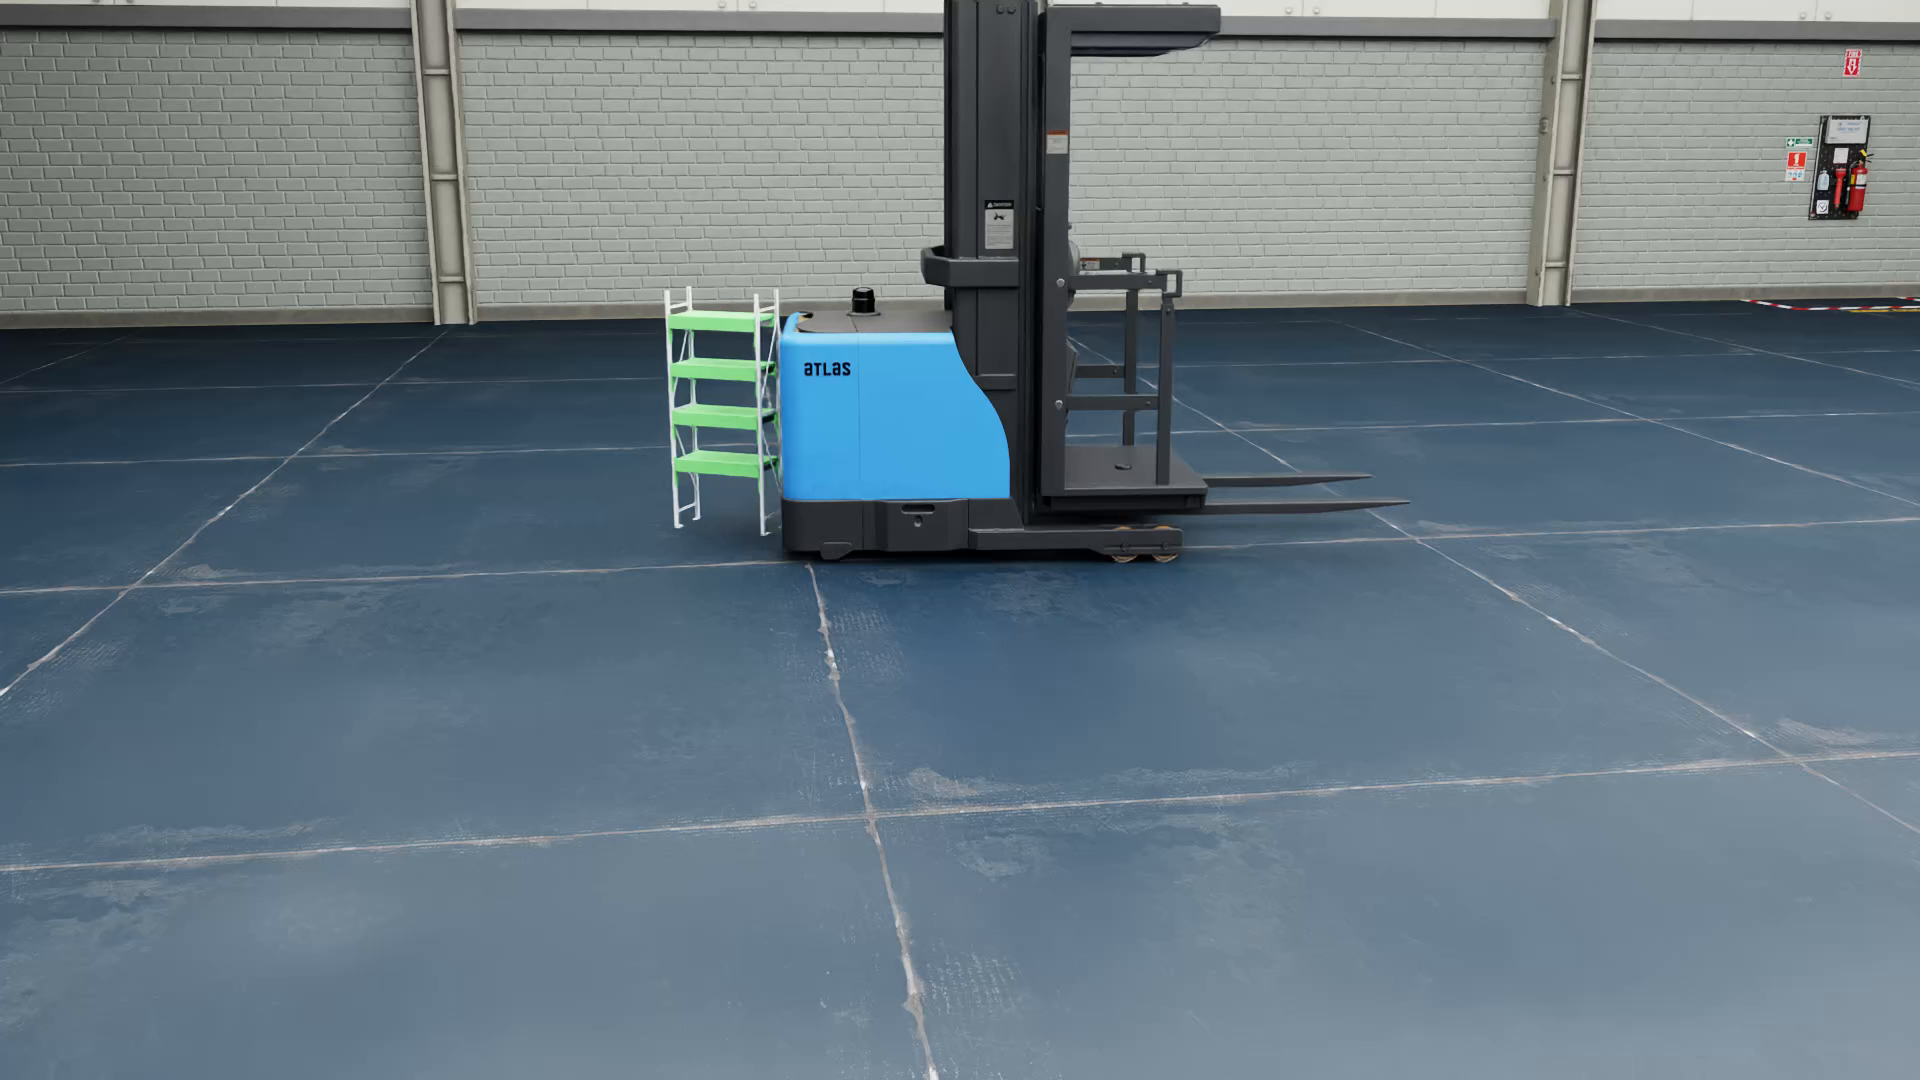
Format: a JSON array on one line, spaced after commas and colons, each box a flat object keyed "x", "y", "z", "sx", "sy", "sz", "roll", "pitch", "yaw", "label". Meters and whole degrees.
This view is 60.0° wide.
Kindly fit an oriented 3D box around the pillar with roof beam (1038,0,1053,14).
[{"x": 1.380, "y": -5.786, "z": 12.794, "sx": 0.400, "sy": 9.000, "sz": 9.100, "roll": -2, "pitch": 14, "yaw": -8, "label": "pillar with roof beam"}]

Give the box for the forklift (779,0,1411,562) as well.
[{"x": 0.650, "y": -1.447, "z": 7.966, "sx": 3.031, "sy": 2.935, "sz": 1.130, "roll": -1, "pitch": 14, "yaw": -3, "label": "forklift"}]

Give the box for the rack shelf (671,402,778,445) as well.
[{"x": -1.175, "y": -0.587, "z": 8.359, "sx": 0.480, "sy": 0.148, "sz": 0.258, "roll": 5, "pitch": 15, "yaw": 19, "label": "rack shelf"}]

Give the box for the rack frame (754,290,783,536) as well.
[{"x": -0.945, "y": -0.629, "z": 8.263, "sx": 0.015, "sy": 1.200, "sz": 0.240, "roll": 5, "pitch": 15, "yaw": 19, "label": "rack frame"}]

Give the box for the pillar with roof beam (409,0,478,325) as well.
[{"x": -4.553, "y": -5.569, "z": 11.927, "sx": 0.400, "sy": 9.000, "sz": 9.100, "roll": -2, "pitch": 14, "yaw": -8, "label": "pillar with roof beam"}]

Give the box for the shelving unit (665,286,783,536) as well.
[{"x": -1.175, "y": -0.649, "z": 8.343, "sx": 0.503, "sy": 1.200, "sz": 0.258, "roll": 5, "pitch": 15, "yaw": 19, "label": "shelving unit"}]

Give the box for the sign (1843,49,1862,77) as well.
[{"x": 10.133, "y": -5.414, "z": 18.879, "sx": 0.199, "sy": 0.298, "sz": 0.001, "roll": -2, "pitch": 14, "yaw": -8, "label": "sign"}]

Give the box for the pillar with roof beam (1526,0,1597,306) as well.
[{"x": 7.313, "y": -6.004, "z": 13.661, "sx": 0.400, "sy": 9.000, "sz": 9.100, "roll": -2, "pitch": 14, "yaw": -8, "label": "pillar with roof beam"}]

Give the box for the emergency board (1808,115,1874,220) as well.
[{"x": 10.155, "y": -4.266, "z": 19.067, "sx": 0.643, "sy": 1.169, "sz": 0.194, "roll": -2, "pitch": 14, "yaw": -8, "label": "emergency board"}]

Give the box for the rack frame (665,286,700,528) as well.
[{"x": -1.404, "y": -0.669, "z": 8.424, "sx": 0.015, "sy": 1.200, "sz": 0.240, "roll": 5, "pitch": 15, "yaw": 19, "label": "rack frame"}]

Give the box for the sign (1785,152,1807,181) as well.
[{"x": 9.593, "y": -4.288, "z": 19.081, "sx": 0.234, "sy": 0.329, "sz": 0.001, "roll": -2, "pitch": 14, "yaw": -8, "label": "sign"}]

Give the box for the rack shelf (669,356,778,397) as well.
[{"x": -1.175, "y": -0.820, "z": 8.301, "sx": 0.480, "sy": 0.148, "sz": 0.258, "roll": 5, "pitch": 15, "yaw": 19, "label": "rack shelf"}]

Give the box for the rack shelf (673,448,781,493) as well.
[{"x": -1.175, "y": -0.354, "z": 8.417, "sx": 0.480, "sy": 0.148, "sz": 0.258, "roll": 5, "pitch": 15, "yaw": 19, "label": "rack shelf"}]

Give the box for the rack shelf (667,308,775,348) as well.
[{"x": -1.175, "y": -1.053, "z": 8.242, "sx": 0.480, "sy": 0.148, "sz": 0.258, "roll": 5, "pitch": 15, "yaw": 19, "label": "rack shelf"}]

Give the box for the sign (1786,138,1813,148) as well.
[{"x": 9.599, "y": -4.543, "z": 19.009, "sx": 0.331, "sy": 0.109, "sz": 0.001, "roll": -2, "pitch": 14, "yaw": -8, "label": "sign"}]

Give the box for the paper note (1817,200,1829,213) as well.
[{"x": 9.970, "y": -3.849, "z": 19.215, "sx": 0.142, "sy": 0.148, "sz": 0.016, "roll": -2, "pitch": 14, "yaw": -8, "label": "paper note"}]
